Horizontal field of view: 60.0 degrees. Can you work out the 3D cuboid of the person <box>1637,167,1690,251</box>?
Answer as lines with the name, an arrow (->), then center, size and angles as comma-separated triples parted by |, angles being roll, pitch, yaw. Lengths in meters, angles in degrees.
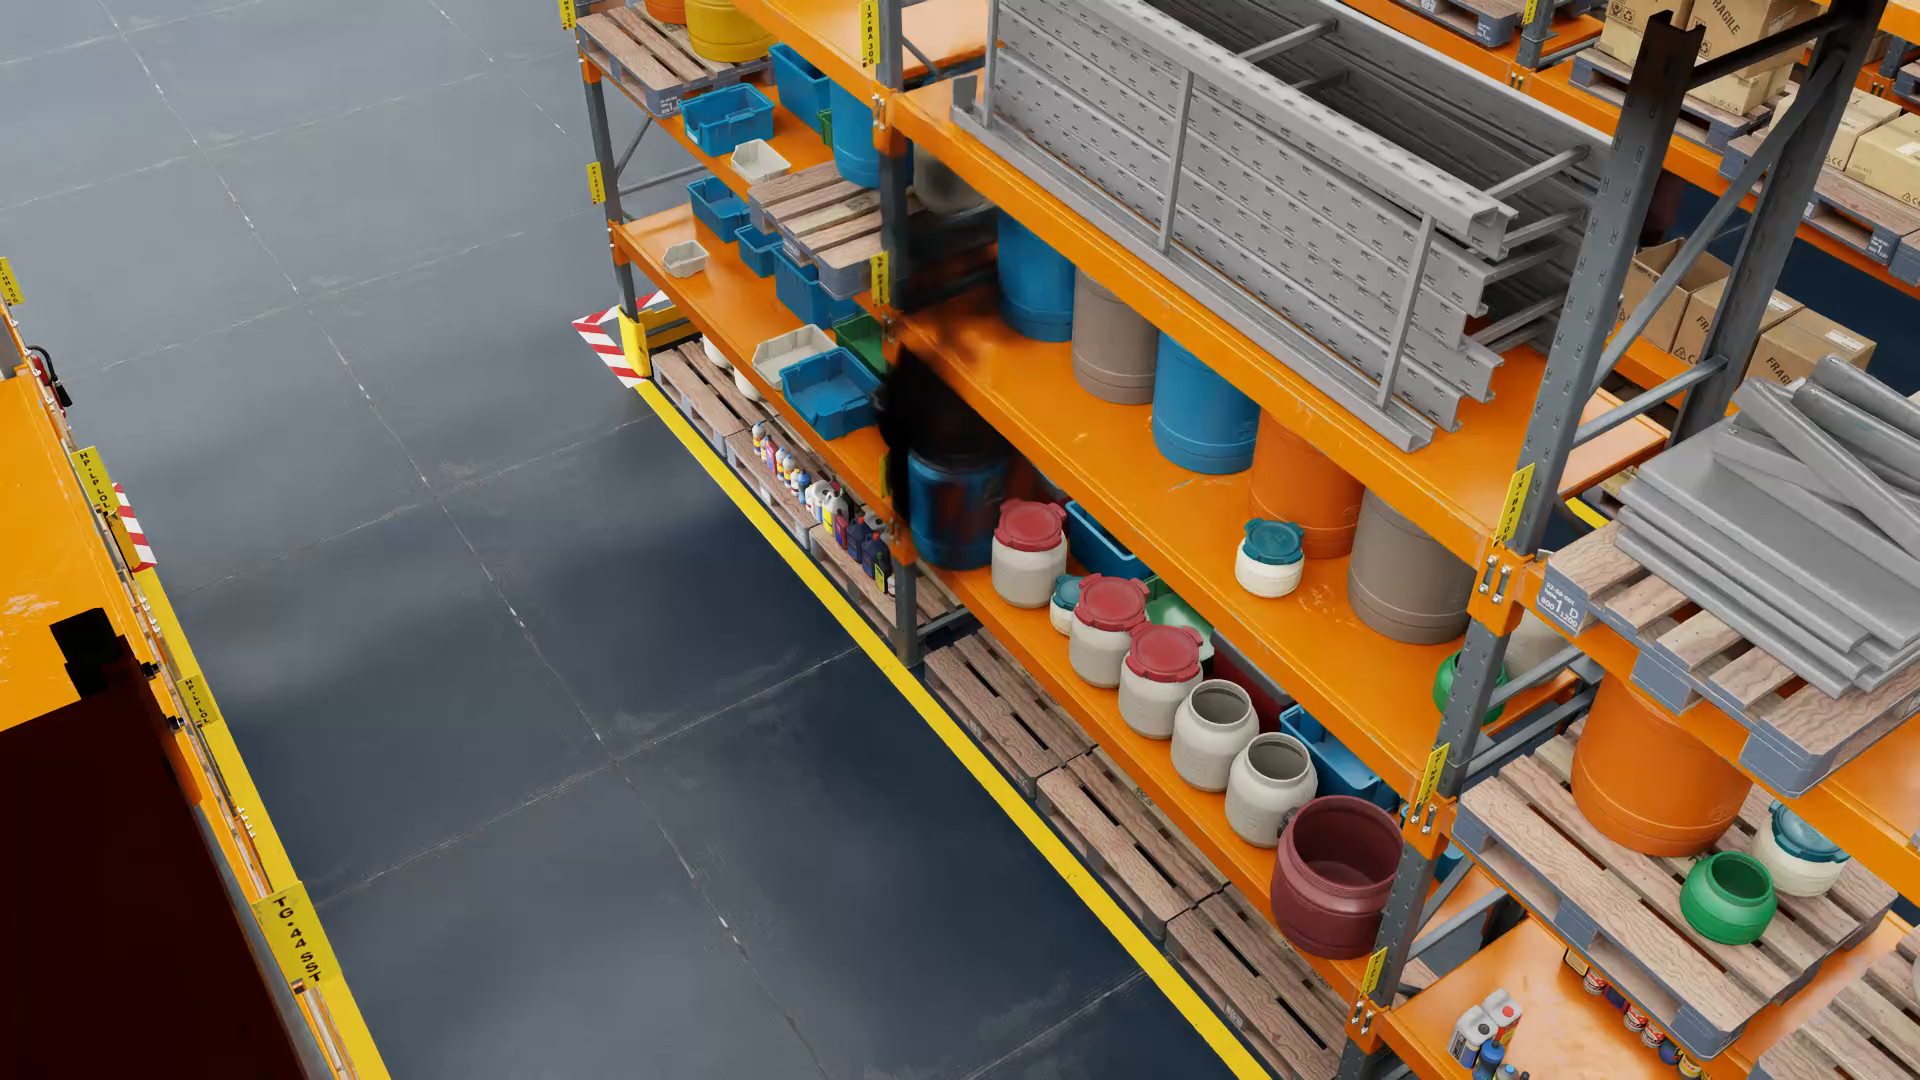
person -> 5.656, -2.735, 13.408 | 0.680, 1.836, 0.898 | -30, 51, -29

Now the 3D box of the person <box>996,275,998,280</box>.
person -> 0.409, -2.019, 12.363 | 0.677, 1.760, 0.577 | 34, 52, 31
